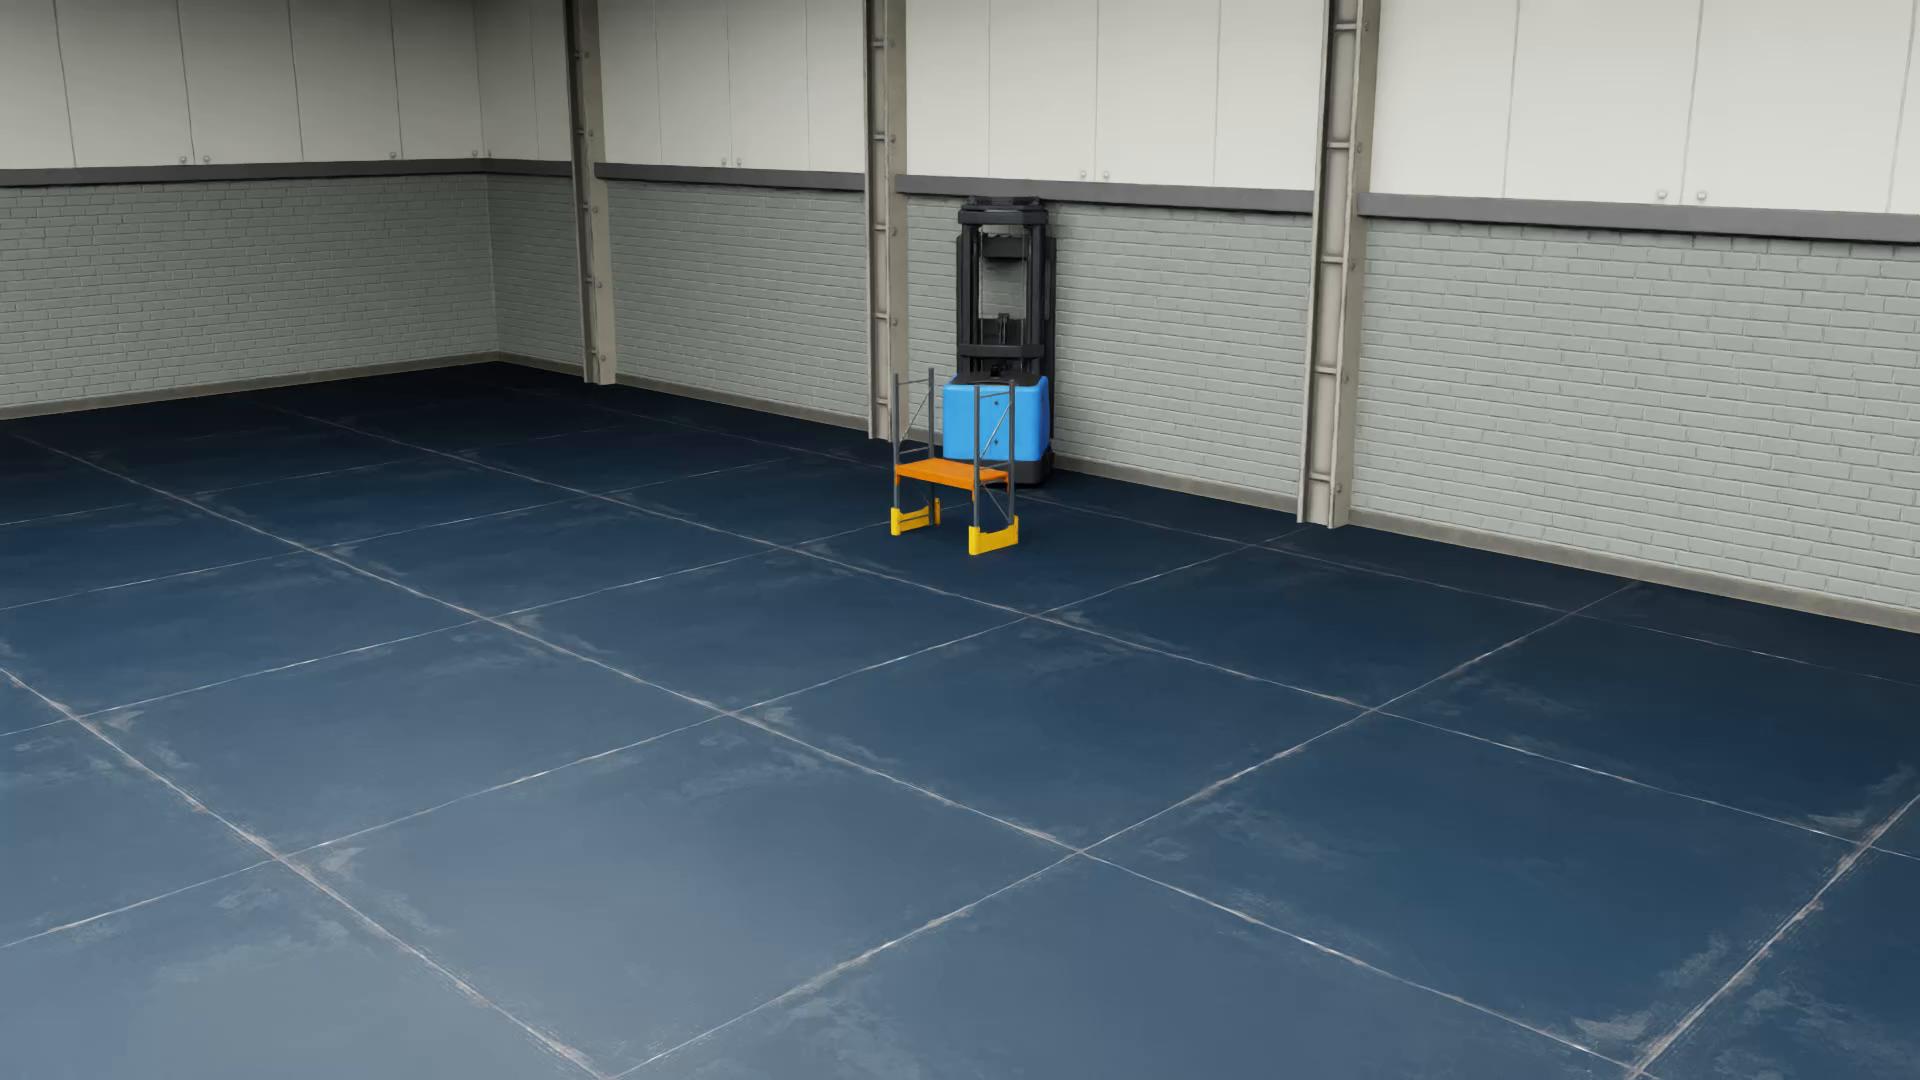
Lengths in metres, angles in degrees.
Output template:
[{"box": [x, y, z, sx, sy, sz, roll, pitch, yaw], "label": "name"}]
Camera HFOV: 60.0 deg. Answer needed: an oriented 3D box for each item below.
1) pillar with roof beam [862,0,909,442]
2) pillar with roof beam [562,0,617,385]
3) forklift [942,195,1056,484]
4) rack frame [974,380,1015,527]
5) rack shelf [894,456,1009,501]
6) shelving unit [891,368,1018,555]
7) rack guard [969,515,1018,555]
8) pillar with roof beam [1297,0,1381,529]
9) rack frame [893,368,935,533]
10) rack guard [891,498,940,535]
[{"box": [-3.840, -4.789, 15.782, 0.400, 9.000, 9.100, 14, 20, 42], "label": "pillar with roof beam"}, {"box": [-8.159, -5.839, 19.812, 0.400, 9.000, 9.100, 14, 20, 42], "label": "pillar with roof beam"}, {"box": [0.539, -2.324, 18.355, 1.130, 2.935, 3.031, 2, 15, 8], "label": "forklift"}, {"box": [0.305, -0.652, 14.777, 0.032, 1.500, 0.500, 14, 20, 42], "label": "rack frame"}, {"box": [-0.061, -0.567, 15.164, 1.000, 0.185, 0.538, 14, 20, 42], "label": "rack shelf"}, {"box": [-0.055, -0.739, 15.112, 1.083, 1.500, 0.587, 14, 20, 42], "label": "shelving unit"}, {"box": [0.304, -0.047, 14.935, 0.087, 0.250, 0.587, 14, 20, 42], "label": "rack guard"}, {"box": [0.479, -3.739, 11.752, 0.400, 9.000, 9.100, 14, 20, 42], "label": "pillar with roof beam"}, {"box": [-0.427, -0.830, 15.460, 0.032, 1.500, 0.500, 14, 20, 42], "label": "rack frame"}, {"box": [-0.413, -0.221, 15.604, 0.087, 0.250, 0.587, 14, 20, 42], "label": "rack guard"}]
